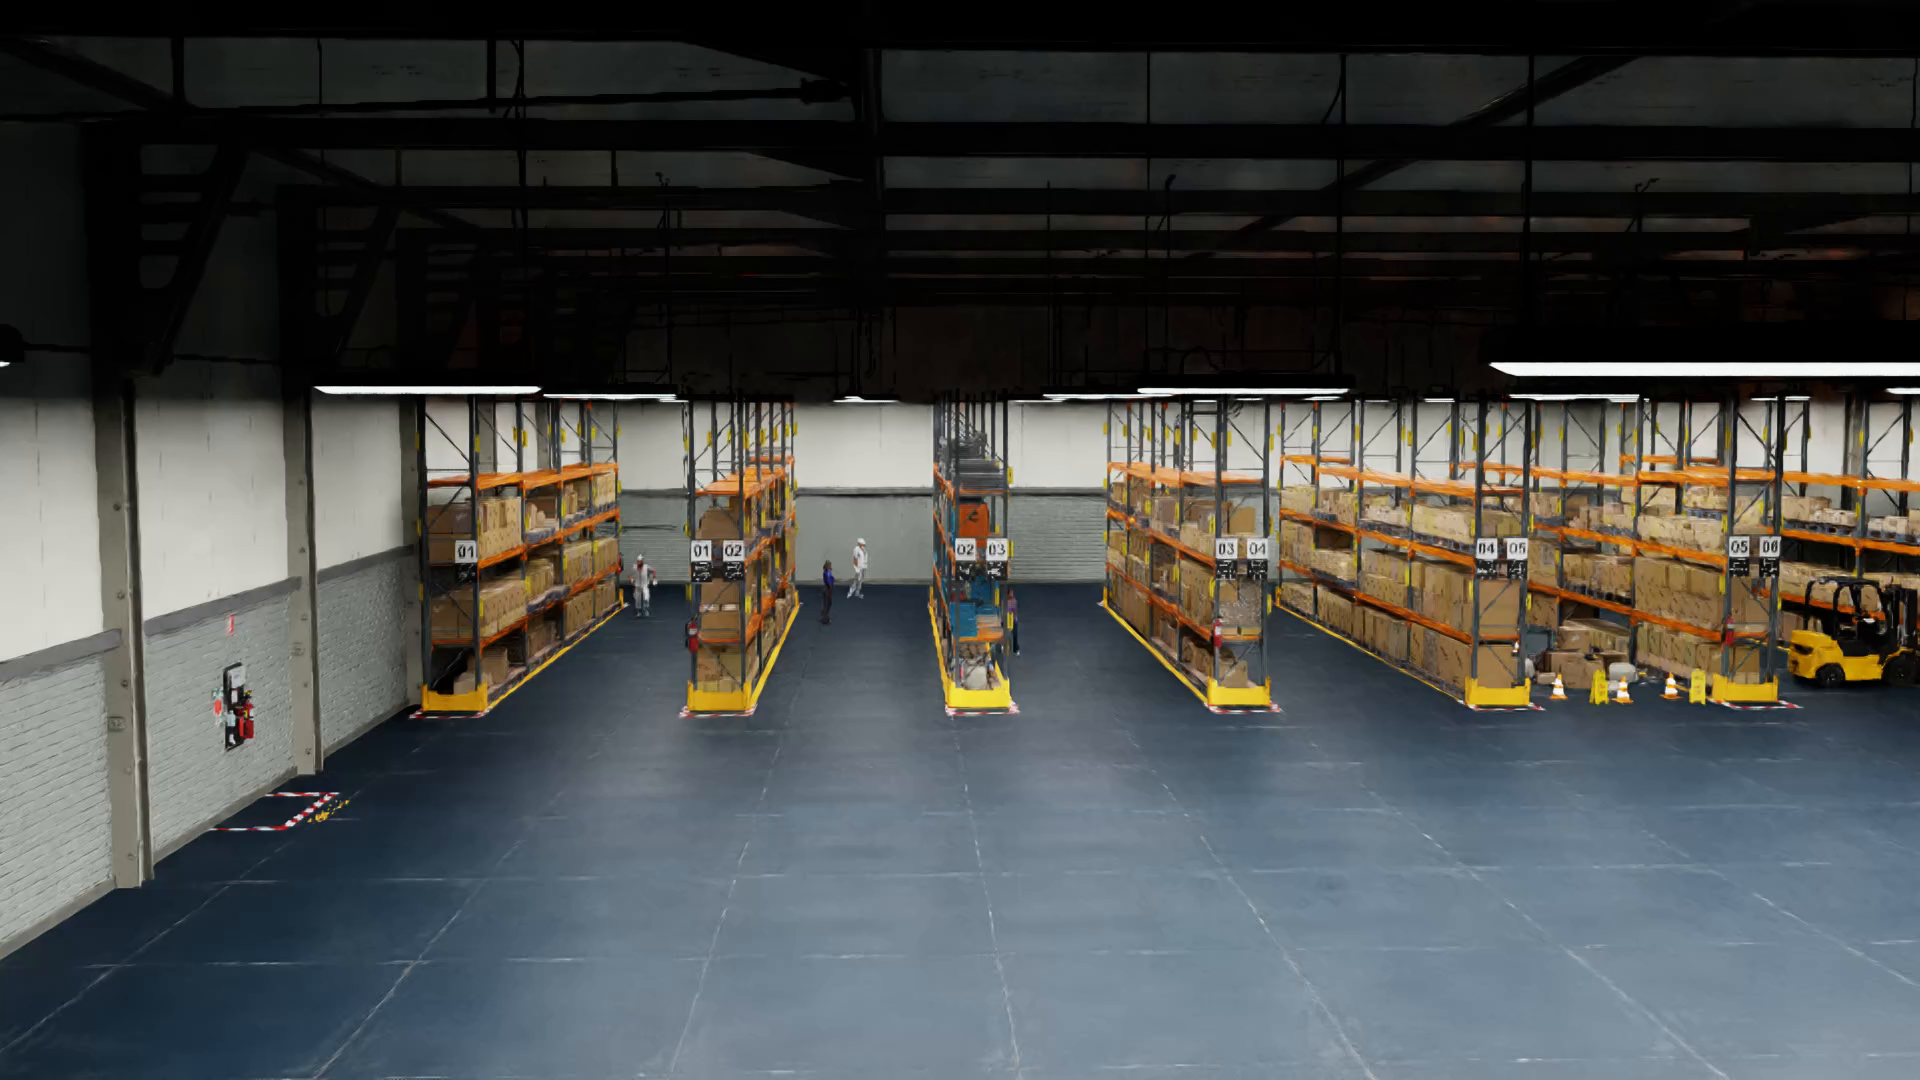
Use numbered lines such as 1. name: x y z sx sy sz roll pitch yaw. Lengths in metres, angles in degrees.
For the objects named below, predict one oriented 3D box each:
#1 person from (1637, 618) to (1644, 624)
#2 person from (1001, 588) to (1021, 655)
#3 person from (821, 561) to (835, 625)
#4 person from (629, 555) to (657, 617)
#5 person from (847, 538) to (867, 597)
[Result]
1. person: 17.656 1.346 42.961 0.592 1.719 0.668 2 5 20
2. person: 1.124 1.846 37.985 0.412 1.533 0.955 -1 5 -10
3. person: -3.424 1.369 43.155 0.373 1.645 0.588 -1 5 -17
4. person: -8.518 1.244 44.560 0.684 1.712 0.817 0 5 3
5. person: -3.029 0.819 49.132 0.468 1.775 0.713 2 5 27
